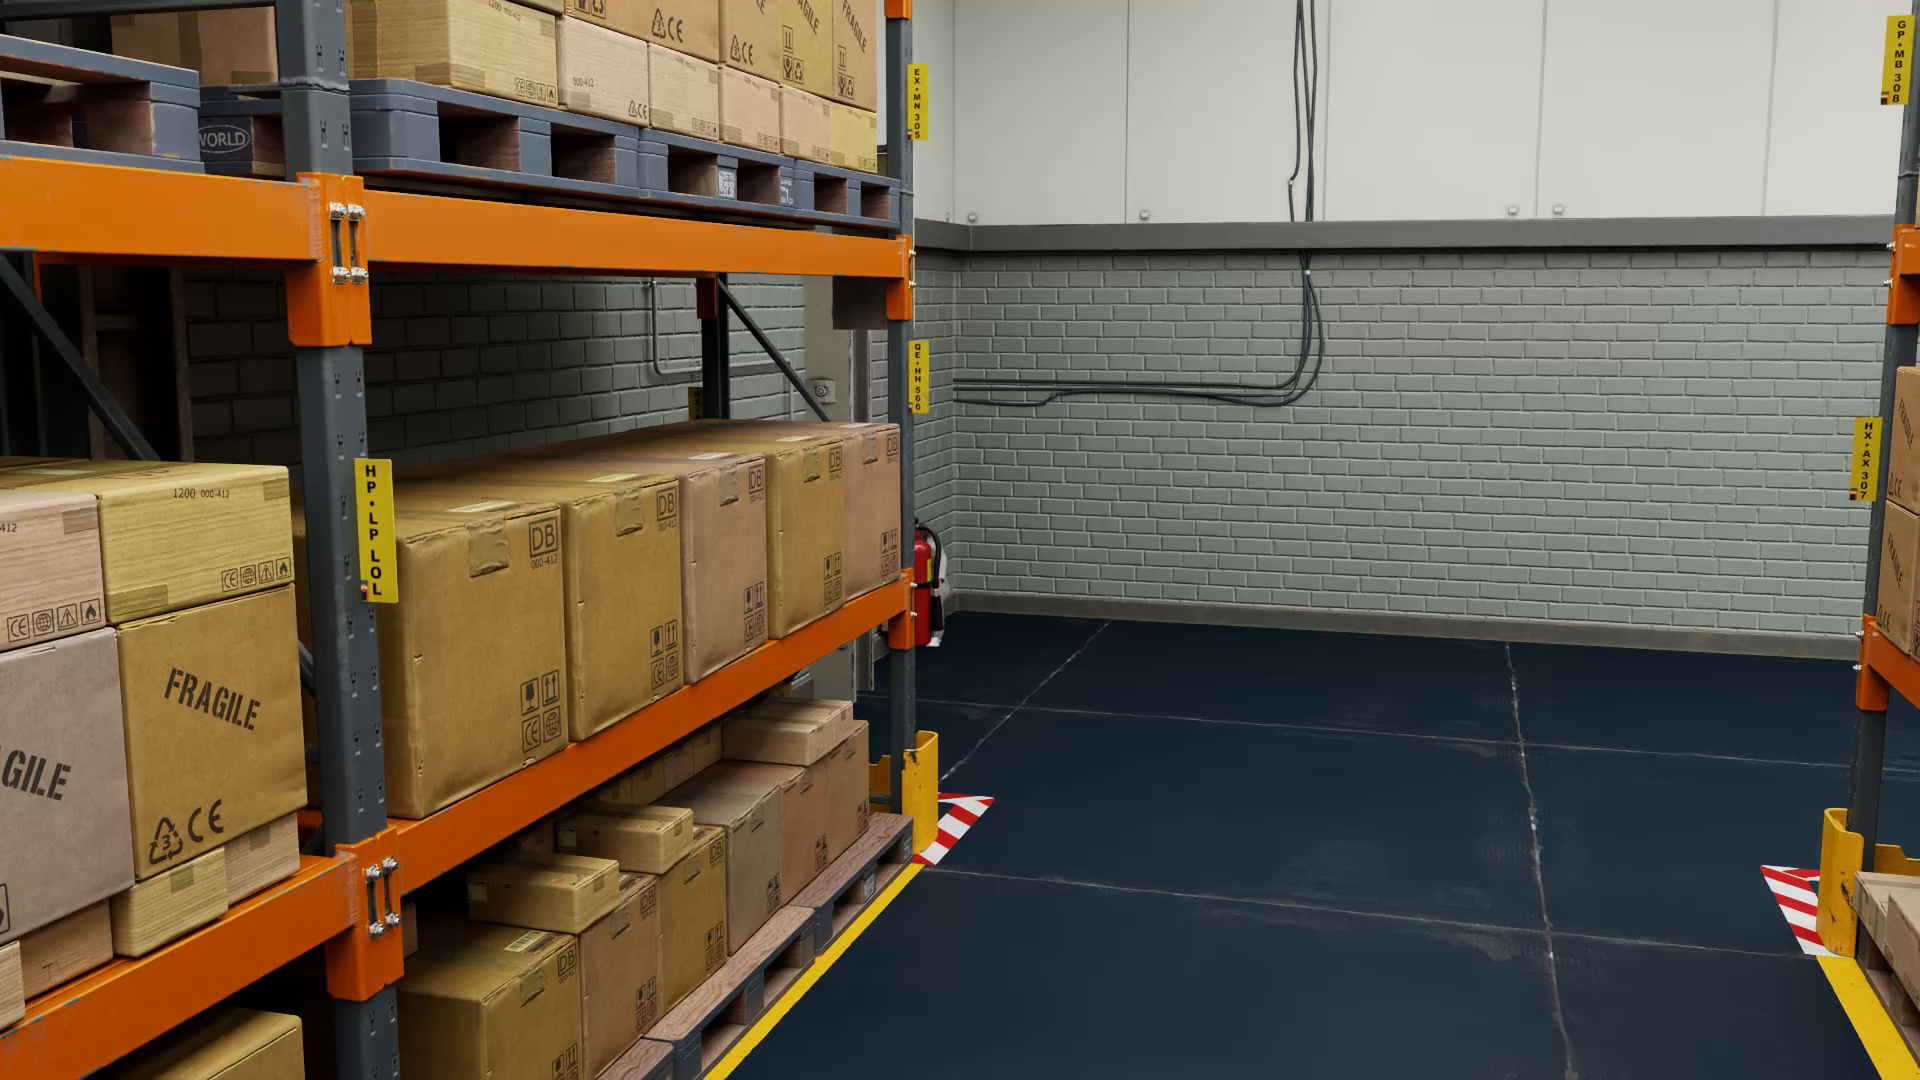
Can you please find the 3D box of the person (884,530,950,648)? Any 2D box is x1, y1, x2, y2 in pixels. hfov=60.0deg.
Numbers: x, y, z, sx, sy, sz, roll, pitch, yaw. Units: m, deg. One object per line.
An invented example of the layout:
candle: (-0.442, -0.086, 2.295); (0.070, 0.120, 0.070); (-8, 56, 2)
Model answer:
person: (-0.310, 0.329, 12.177); (0.480, 0.933, 0.806); (2, 9, 16)
